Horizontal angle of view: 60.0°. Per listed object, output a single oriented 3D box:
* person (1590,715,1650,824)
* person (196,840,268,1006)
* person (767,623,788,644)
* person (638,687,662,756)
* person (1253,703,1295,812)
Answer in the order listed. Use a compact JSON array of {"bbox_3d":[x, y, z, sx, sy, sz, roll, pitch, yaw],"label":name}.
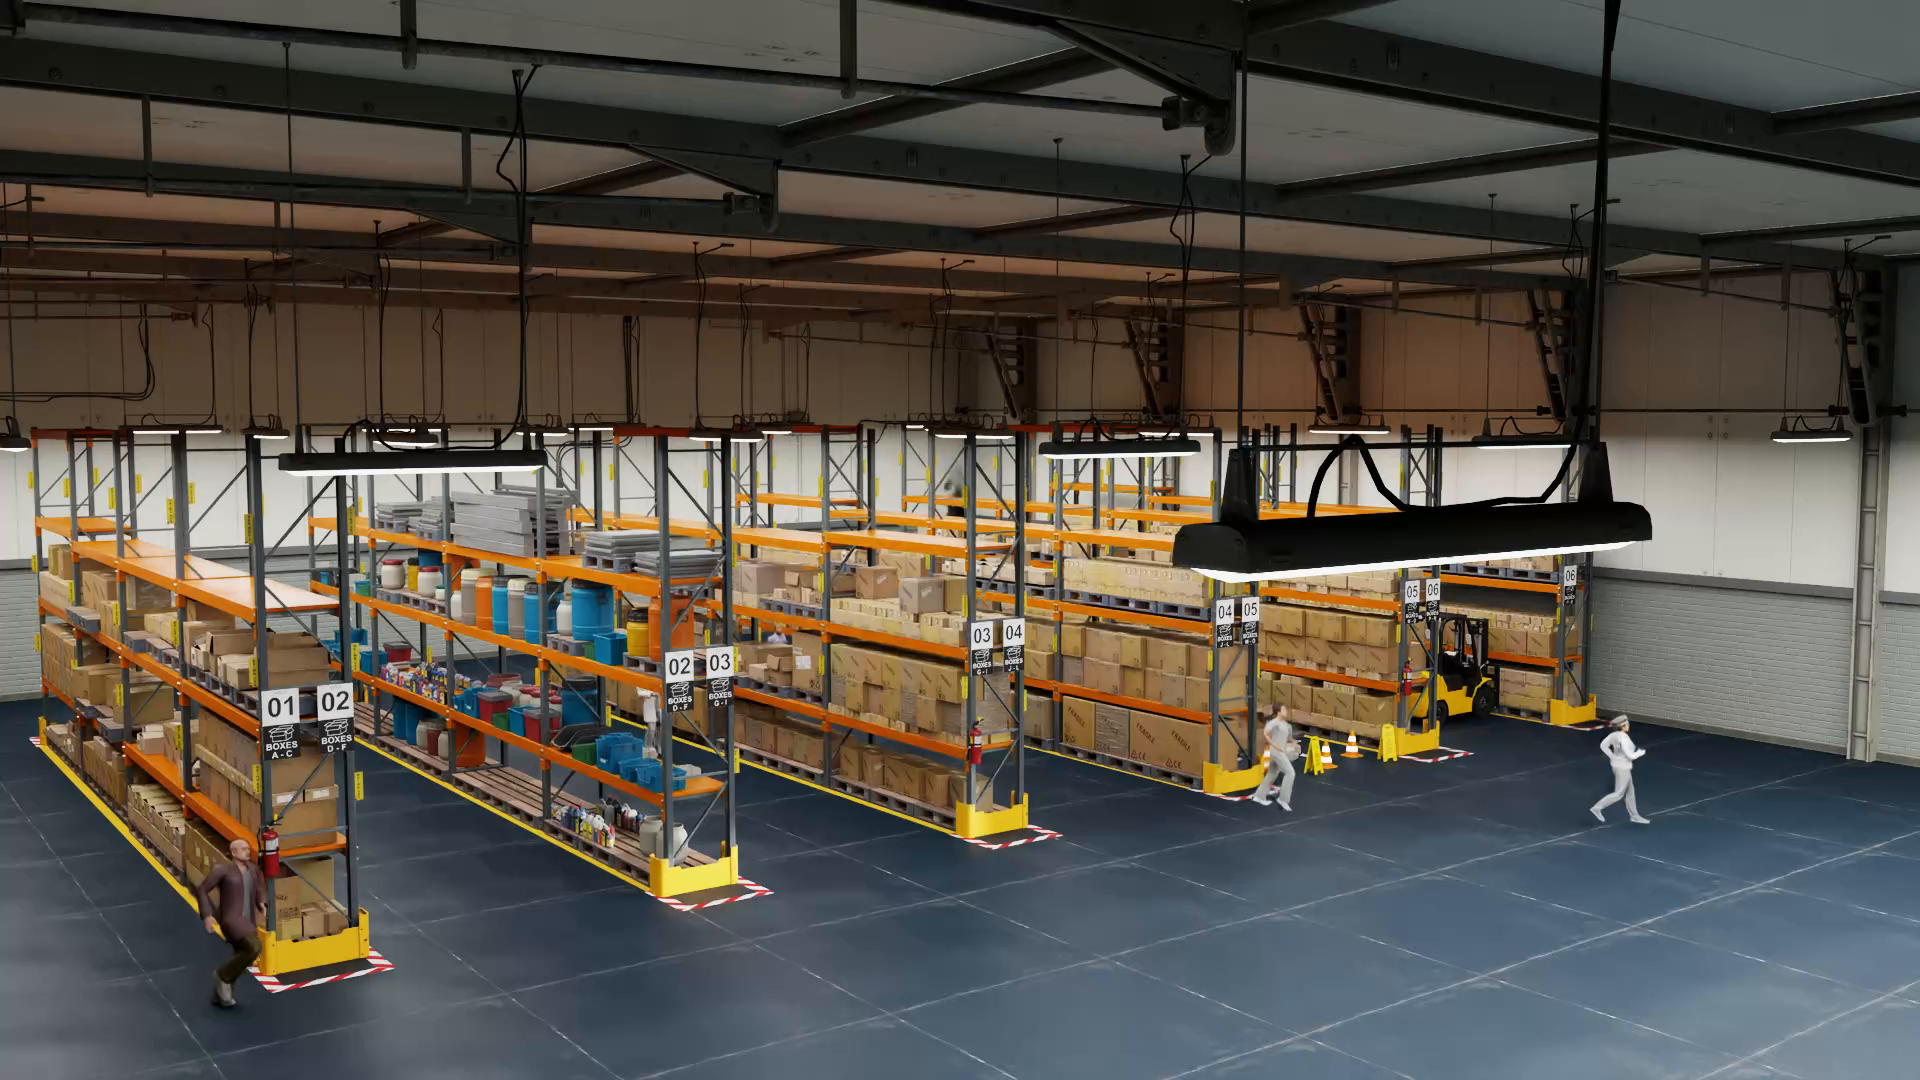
[{"bbox_3d":[10.034,3.485,25.251,0.939,1.672,0.612,0,4,3],"label":"person"},{"bbox_3d":[-7.682,4.072,17.783,0.625,1.703,0.707,1,5,18],"label":"person"},{"bbox_3d":[-3.999,2.652,36.549,0.617,1.660,0.920,-3,6,-36],"label":"person"},{"bbox_3d":[-5.552,3.072,30.373,0.669,1.778,0.754,-3,5,-35],"label":"person"},{"bbox_3d":[5.002,3.432,26.414,0.671,1.725,0.588,1,5,17],"label":"person"}]
